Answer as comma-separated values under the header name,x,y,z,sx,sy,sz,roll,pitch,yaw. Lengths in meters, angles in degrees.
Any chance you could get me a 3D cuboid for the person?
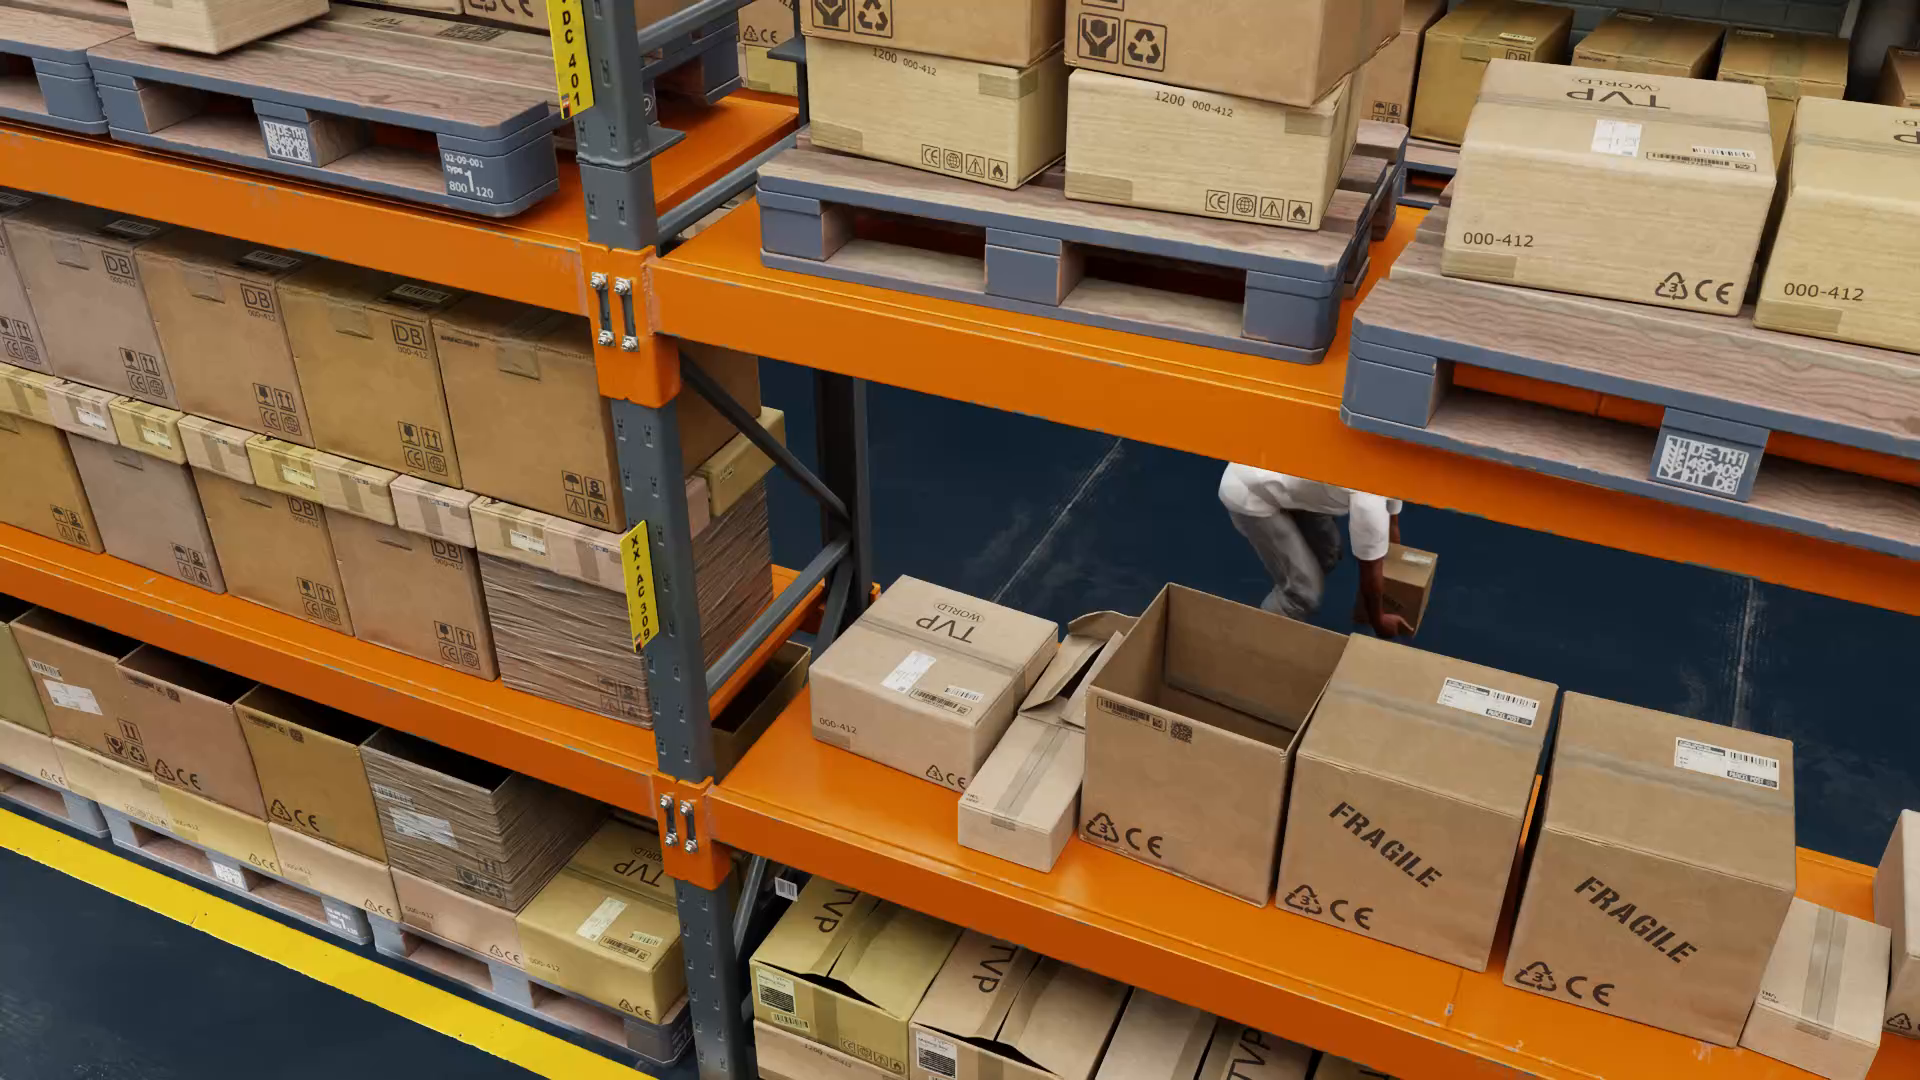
name,x,y,z,sx,sy,sz,roll,pitch,yaw
person,1.497,0.025,6.604,0.953,1.187,0.507,13,36,18
